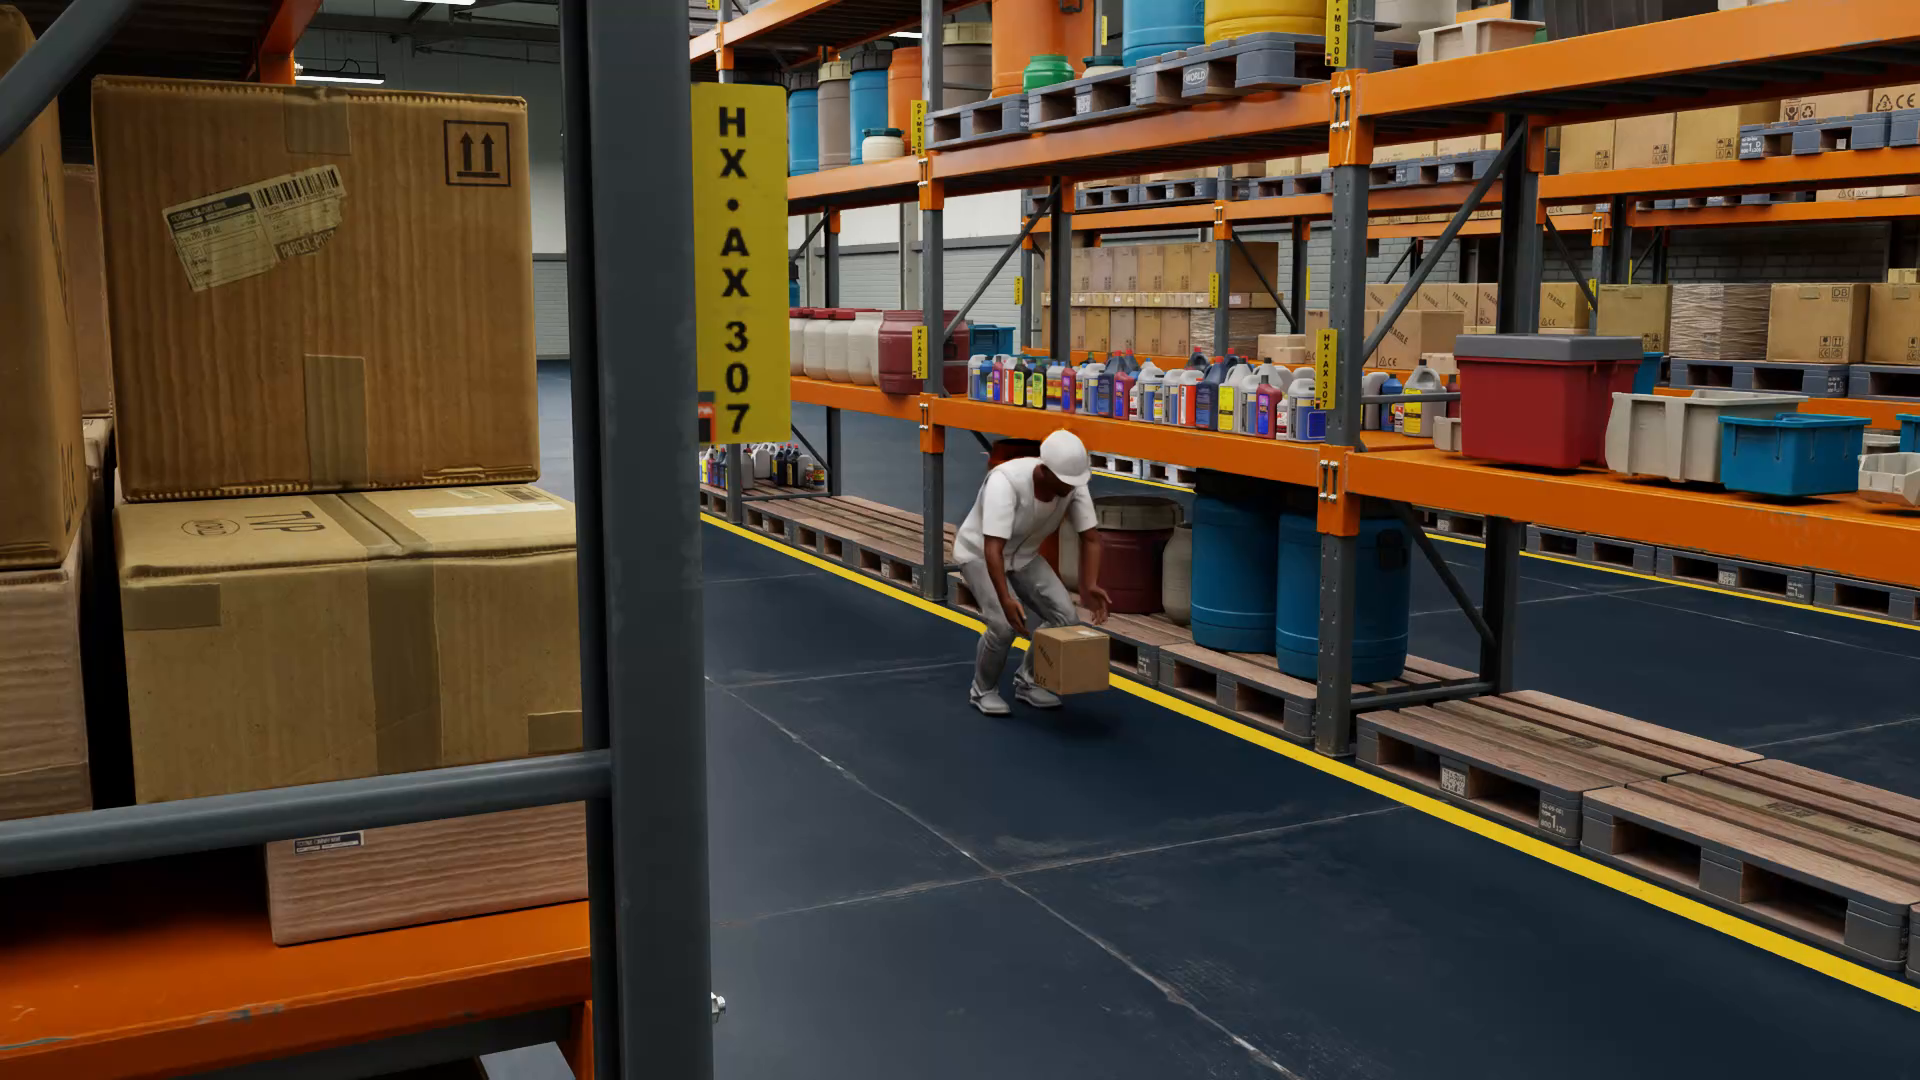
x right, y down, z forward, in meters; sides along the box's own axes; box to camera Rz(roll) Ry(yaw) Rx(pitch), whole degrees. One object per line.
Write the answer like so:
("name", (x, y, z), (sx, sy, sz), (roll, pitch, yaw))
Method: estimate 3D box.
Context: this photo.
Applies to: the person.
("person", (0.329, 0.137, 7.773), (0.631, 1.346, 0.790), (-5, 10, -28))
